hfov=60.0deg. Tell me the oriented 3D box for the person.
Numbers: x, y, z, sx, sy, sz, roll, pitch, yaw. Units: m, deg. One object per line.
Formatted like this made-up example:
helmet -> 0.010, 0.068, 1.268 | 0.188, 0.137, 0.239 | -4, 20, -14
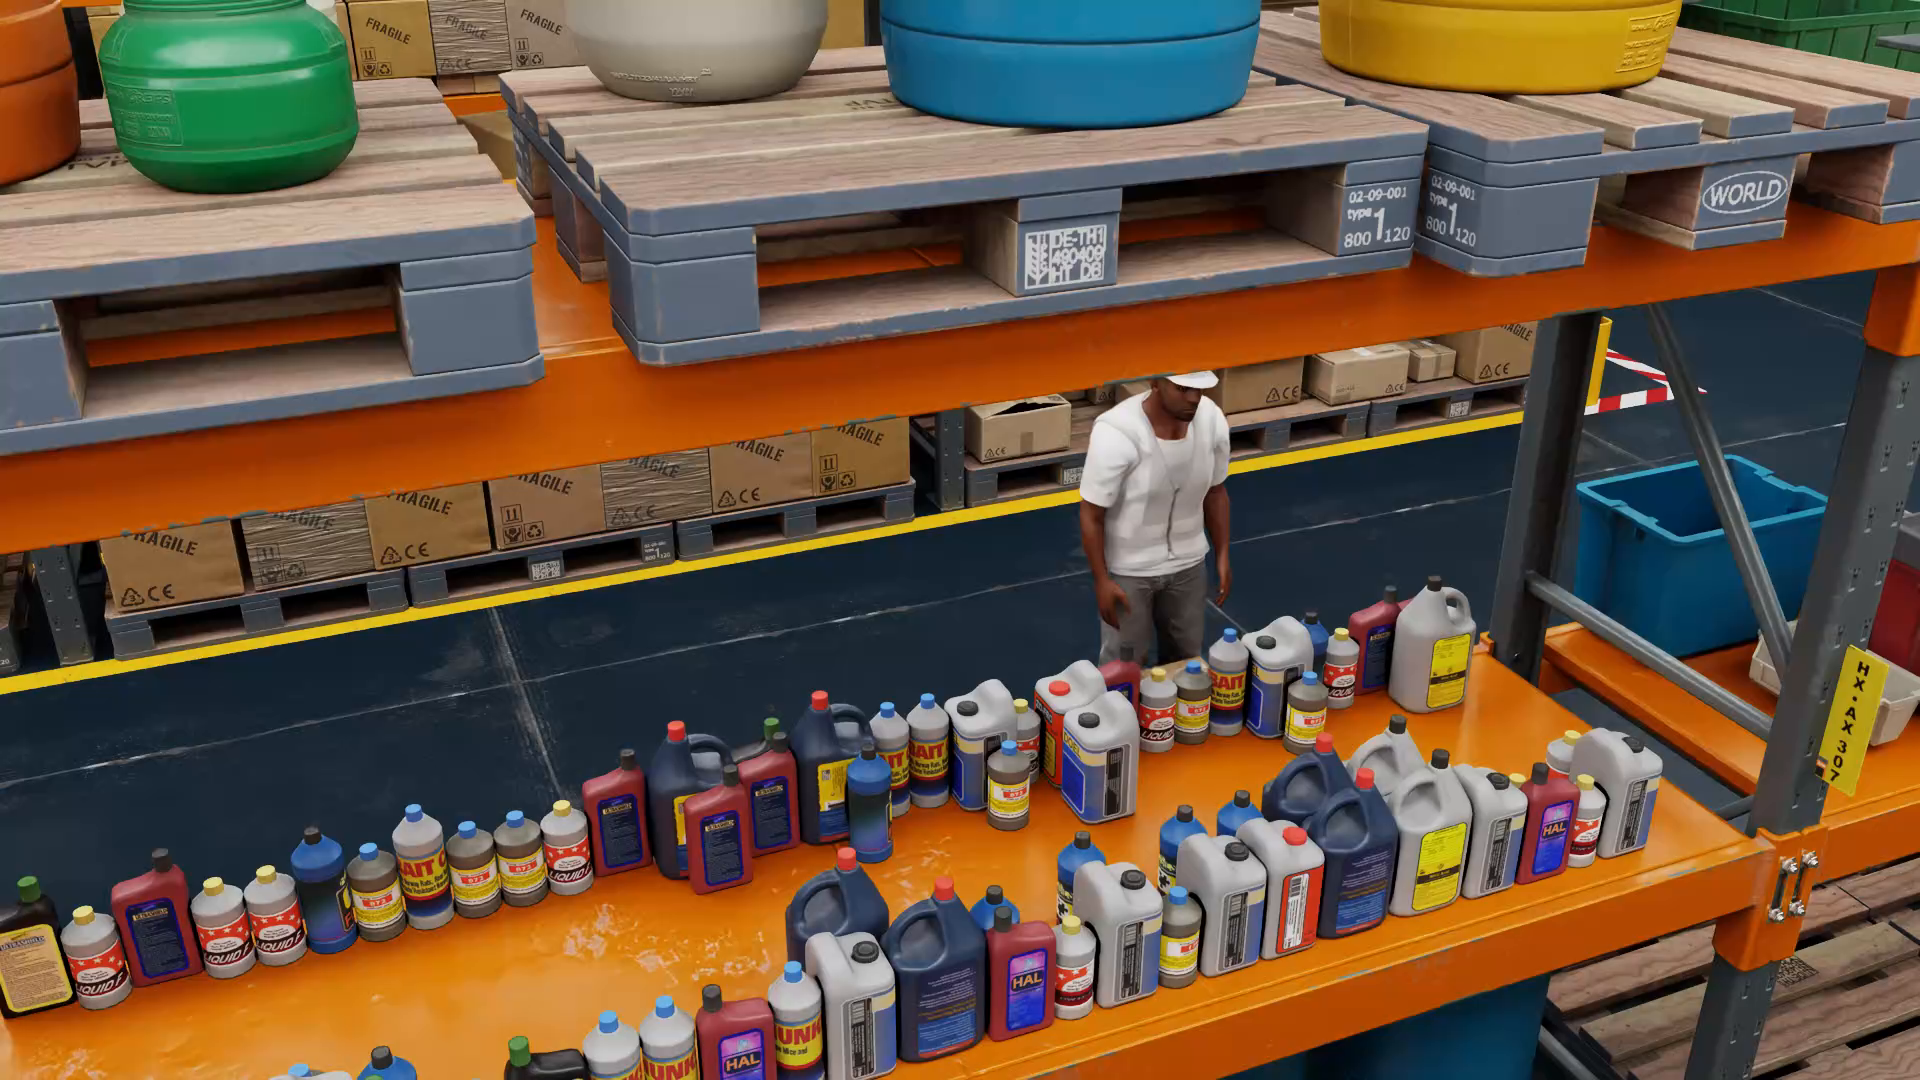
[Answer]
person -> 0.693, 0.090, 5.900 | 0.594, 1.764, 0.435 | -11, 28, -22
